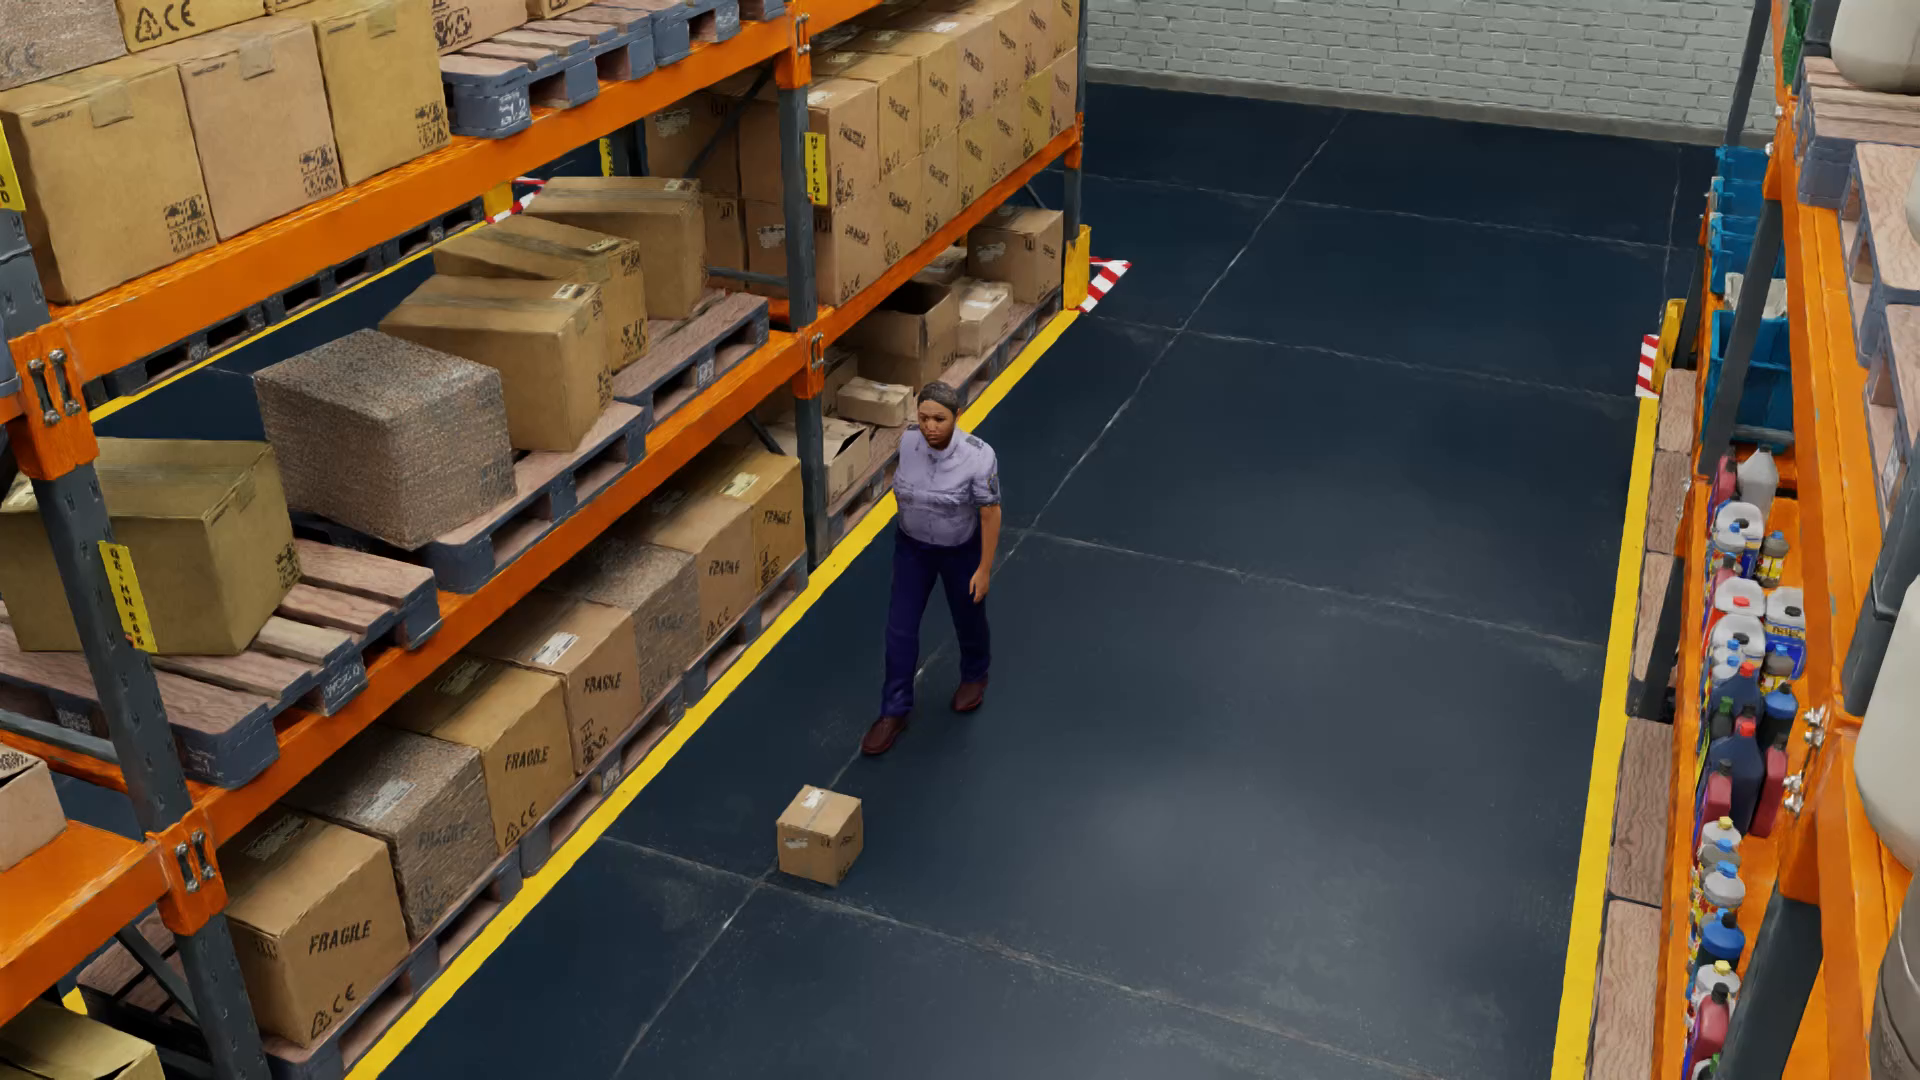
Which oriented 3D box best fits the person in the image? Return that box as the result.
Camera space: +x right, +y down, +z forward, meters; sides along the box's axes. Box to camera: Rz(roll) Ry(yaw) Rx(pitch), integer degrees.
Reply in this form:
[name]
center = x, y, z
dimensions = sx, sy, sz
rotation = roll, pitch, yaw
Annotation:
[person]
center = -0.082, 0.088, 6.974
dimensions = 0.506, 1.627, 0.745
rotation = 10, 31, 17
